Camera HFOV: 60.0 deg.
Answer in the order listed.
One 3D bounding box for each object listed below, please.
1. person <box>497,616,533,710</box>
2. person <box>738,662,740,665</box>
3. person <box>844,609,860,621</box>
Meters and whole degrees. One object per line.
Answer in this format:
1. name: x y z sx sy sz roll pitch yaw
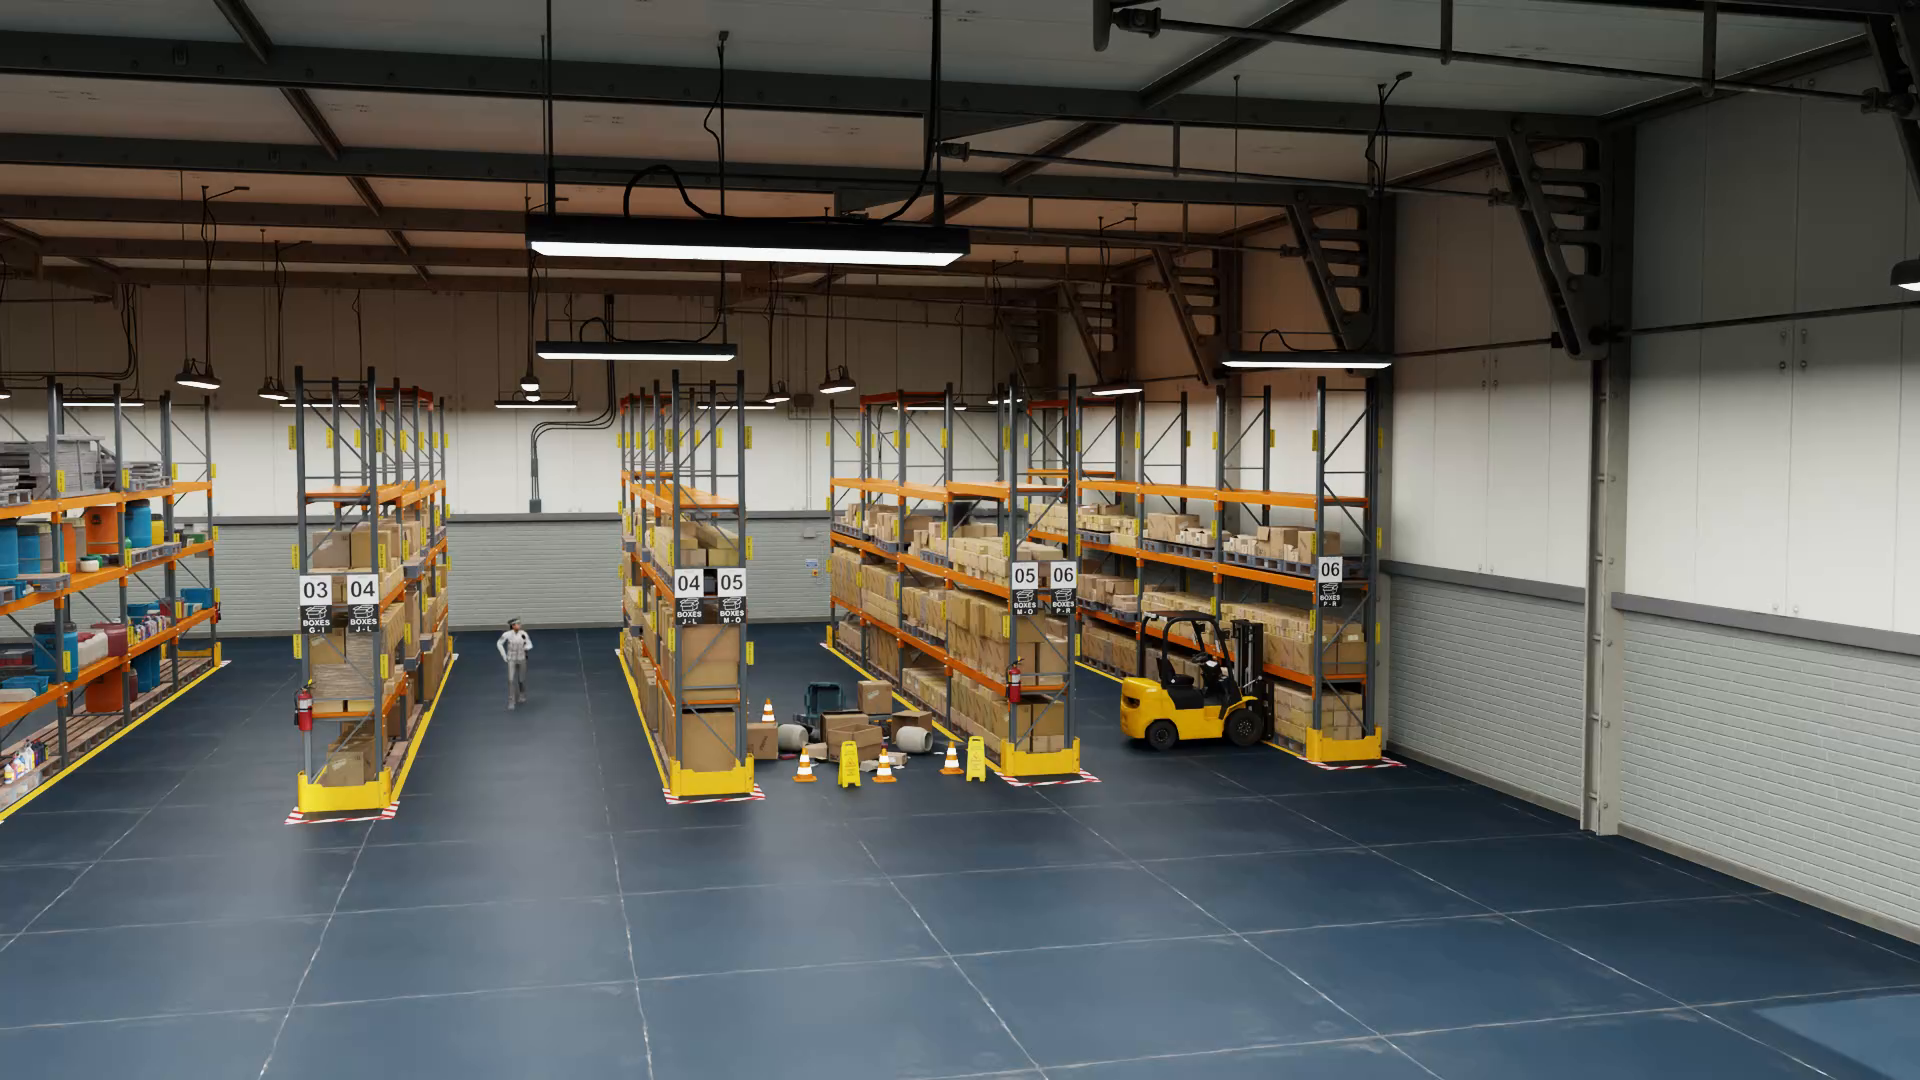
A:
1. person: -8.383 2.297 31.325 0.652 1.736 0.805 -1 3 -11
2. person: -5.037 1.897 37.204 0.429 1.777 0.608 -2 4 -35
3. person: -2.646 1.663 42.008 0.946 1.676 0.597 -2 4 -35
